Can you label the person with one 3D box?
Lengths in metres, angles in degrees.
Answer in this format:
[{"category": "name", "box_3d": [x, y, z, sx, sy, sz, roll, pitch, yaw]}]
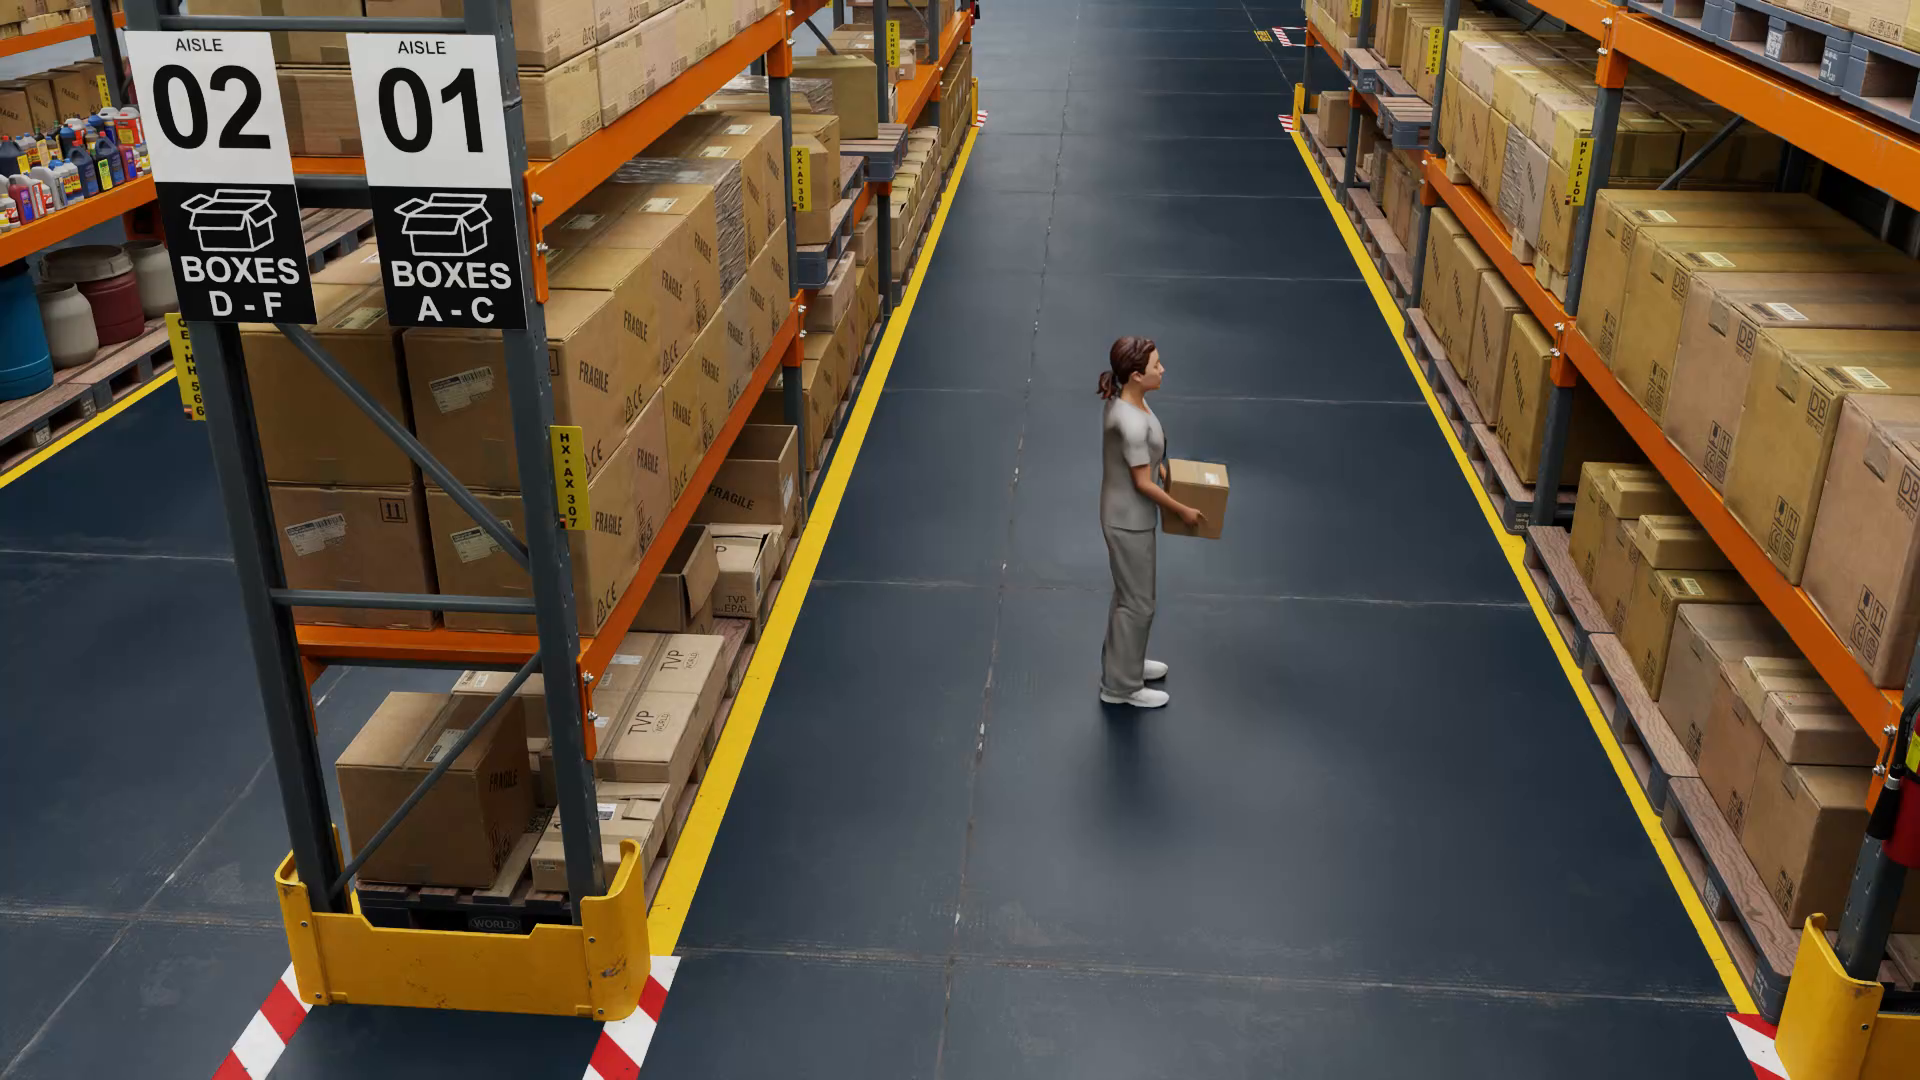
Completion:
[{"category": "person", "box_3d": [0.819, -0.086, 7.293, 0.503, 1.674, 0.461, 2, 25, 4]}]
